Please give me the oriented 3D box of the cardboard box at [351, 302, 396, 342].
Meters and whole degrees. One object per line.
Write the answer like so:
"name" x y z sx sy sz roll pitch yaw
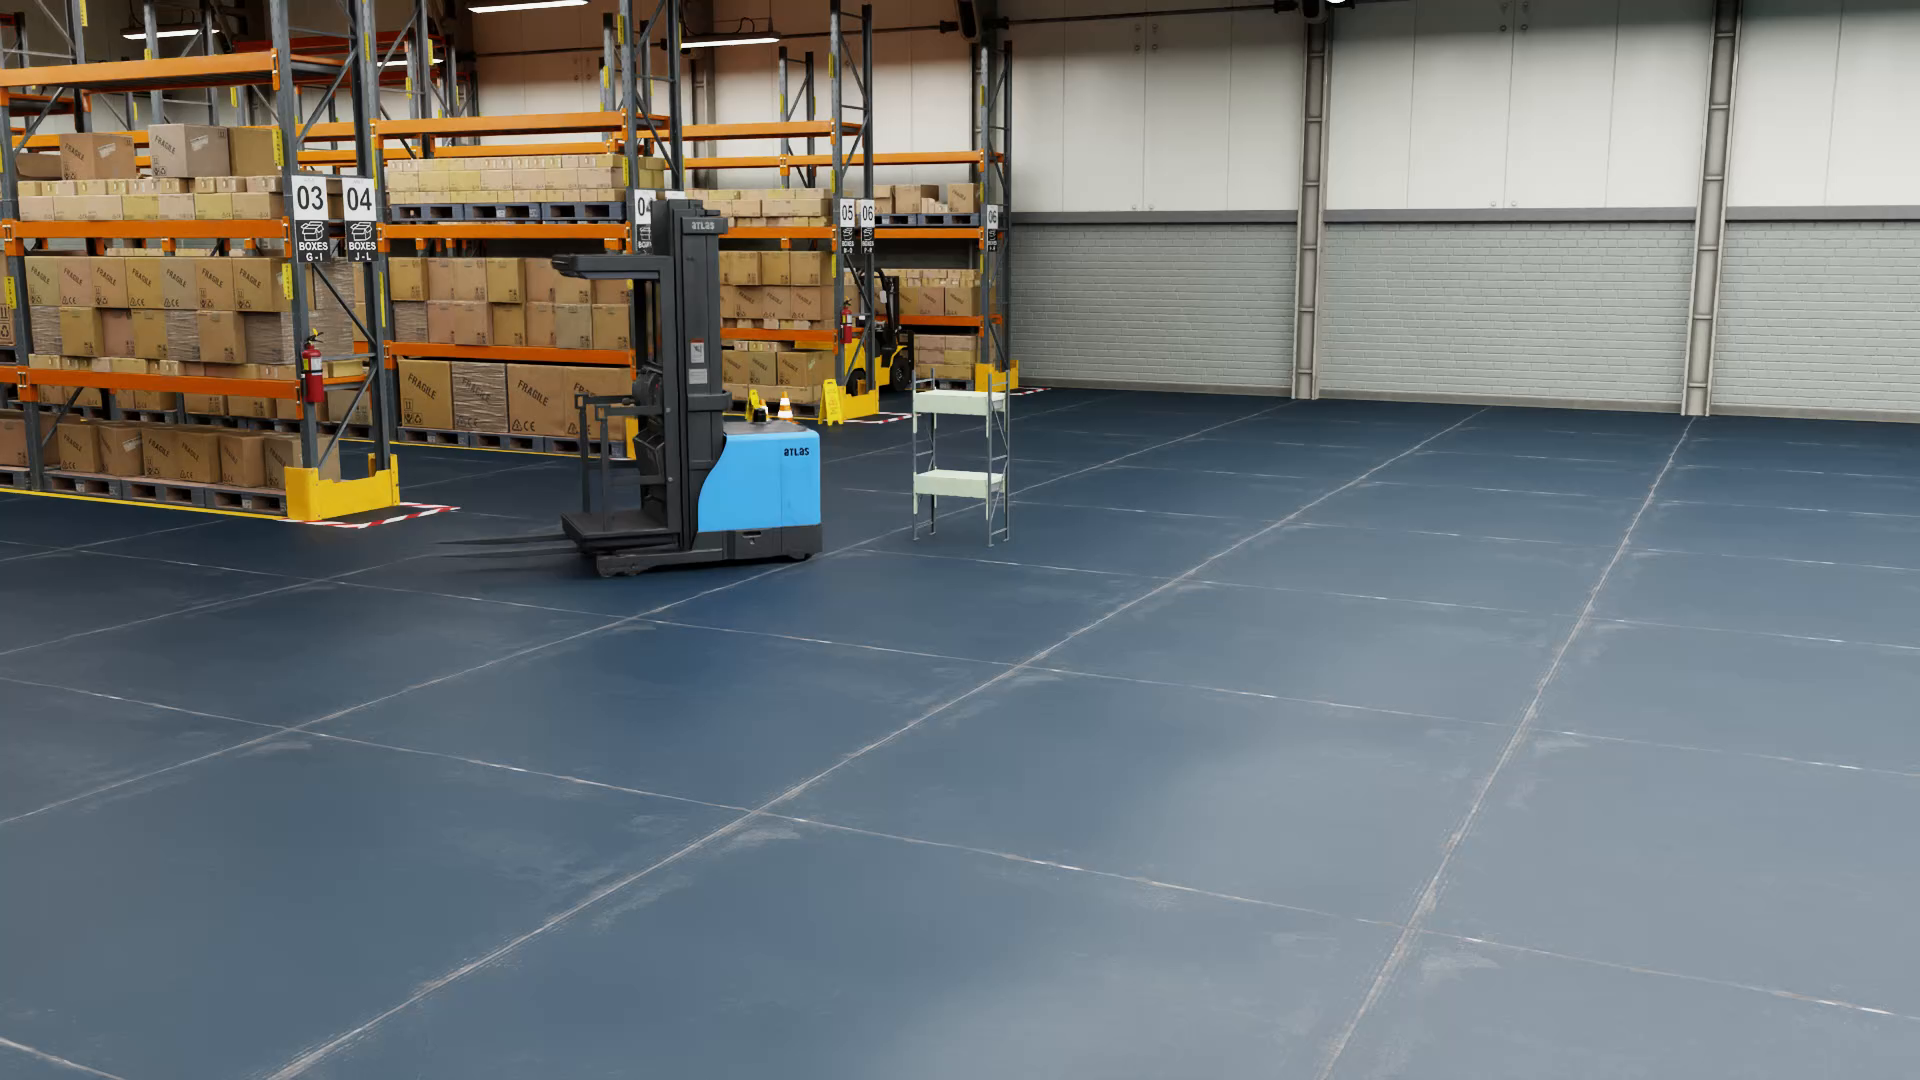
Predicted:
"cardboard box" -7.837 -2.897 22.033 0.500 0.500 0.500 5 11 25

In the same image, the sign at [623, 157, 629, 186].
"sign" -3.916 -4.321 19.498 0.005 0.325 0.100 5 11 26

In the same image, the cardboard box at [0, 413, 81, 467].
"cardboard box" -10.077 -1.103 18.188 0.500 0.500 0.700 4 11 21

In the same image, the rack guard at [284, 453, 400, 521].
"rack guard" -6.017 -0.526 16.232 0.348 0.500 1.175 5 11 26

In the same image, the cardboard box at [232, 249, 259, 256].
"cardboard box" -12.742 -5.112 29.644 0.250 0.149 0.380 5 11 25

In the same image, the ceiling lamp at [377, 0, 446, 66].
"ceiling lamp" -10.353 -10.479 30.970 2.000 3.185 0.800 5 11 26

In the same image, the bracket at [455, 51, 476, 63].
"bracket" -10.143 -9.904 34.078 0.430 0.232 0.235 5 11 26

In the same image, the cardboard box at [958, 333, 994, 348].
"cardboard box" 0.282 -3.539 29.598 0.500 0.250 0.500 5 11 25

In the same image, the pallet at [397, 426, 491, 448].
"pallet" -6.603 -1.405 21.899 1.213 0.211 1.003 5 11 26

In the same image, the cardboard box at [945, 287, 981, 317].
"cardboard box" 0.071 -4.172 29.077 0.500 0.500 0.500 5 11 25

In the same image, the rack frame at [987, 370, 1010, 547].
"rack frame" 0.334 -0.709 14.434 0.023 1.500 0.400 5 11 26

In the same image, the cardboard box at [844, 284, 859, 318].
"cardboard box" -1.866 -3.610 25.137 0.500 0.500 0.500 5 11 25

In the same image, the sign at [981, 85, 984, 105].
"sign" 0.376 -7.491 28.006 0.005 0.325 0.100 5 11 26

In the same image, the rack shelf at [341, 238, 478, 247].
"rack shelf" -11.926 -6.351 34.996 4.000 0.370 1.077 5 11 26

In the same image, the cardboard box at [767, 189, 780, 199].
"cardboard box" -2.654 -5.129 24.690 0.250 0.149 0.380 5 11 26

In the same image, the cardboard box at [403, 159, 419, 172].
"cardboard box" -6.845 -4.747 21.120 0.250 0.149 0.380 5 11 25

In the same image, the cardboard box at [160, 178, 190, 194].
"cardboard box" -7.500 -3.424 16.106 0.250 0.149 0.380 4 11 23

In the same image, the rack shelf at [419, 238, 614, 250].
"rack shelf" -6.945 -4.927 27.131 4.000 0.370 1.077 5 11 26

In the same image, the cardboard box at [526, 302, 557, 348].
"cardboard box" -4.966 -2.734 20.993 0.550 0.550 0.875 5 11 26

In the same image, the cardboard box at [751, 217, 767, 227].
"cardboard box" -2.911 -4.752 24.846 0.250 0.149 0.380 5 11 25

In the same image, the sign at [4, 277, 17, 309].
"sign" -9.778 -2.546 17.124 0.005 0.325 0.100 5 11 26

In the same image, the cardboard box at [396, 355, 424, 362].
"cardboard box" -9.321 -3.192 28.731 0.875 0.875 0.875 5 11 25

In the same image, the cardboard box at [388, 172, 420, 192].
"cardboard box" -6.936 -4.571 21.265 0.500 0.250 0.500 5 11 26

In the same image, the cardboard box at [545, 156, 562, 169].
"cardboard box" -4.802 -4.567 20.128 0.250 0.149 0.380 5 12 27

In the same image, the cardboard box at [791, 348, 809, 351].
"cardboard box" -2.657 -2.705 25.691 0.500 0.500 0.500 5 11 24

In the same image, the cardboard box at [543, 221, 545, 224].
"cardboard box" -8.013 -6.239 32.778 0.500 0.250 0.500 5 11 26

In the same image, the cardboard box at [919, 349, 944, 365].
"cardboard box" -0.391 -3.255 29.430 0.500 0.250 0.500 5 11 25

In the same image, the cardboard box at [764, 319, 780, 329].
"cardboard box" -2.735 -3.246 24.946 0.250 0.149 0.380 5 12 27

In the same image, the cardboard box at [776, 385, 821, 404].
"cardboard box" -2.430 -2.209 25.054 0.500 0.250 0.500 5 11 26

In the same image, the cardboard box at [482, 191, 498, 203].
"cardboard box" -5.711 -4.255 20.639 0.250 0.149 0.380 5 11 27

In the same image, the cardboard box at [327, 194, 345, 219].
"cardboard box" -6.267 -3.231 16.161 0.500 0.250 0.500 5 12 28

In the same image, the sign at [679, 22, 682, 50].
"sign" -3.412 -6.112 20.165 0.005 0.325 0.100 5 11 26

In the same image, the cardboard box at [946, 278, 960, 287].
"cardboard box" -0.048 -4.492 29.026 0.250 0.149 0.380 5 12 27

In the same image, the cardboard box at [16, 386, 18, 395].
"cardboard box" -14.609 -2.364 26.193 0.250 0.149 0.380 4 11 23

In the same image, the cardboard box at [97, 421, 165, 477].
"cardboard box" -8.678 -0.960 17.451 0.500 0.500 0.500 10 14 44

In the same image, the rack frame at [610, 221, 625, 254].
"rack frame" -5.151 -3.648 26.463 0.127 3.000 1.000 5 11 26

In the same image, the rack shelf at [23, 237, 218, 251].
"rack shelf" -12.631 -4.444 24.460 4.000 0.370 1.077 5 11 26

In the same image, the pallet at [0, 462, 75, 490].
"pallet" -10.235 -0.754 18.304 1.213 0.211 1.003 5 11 26

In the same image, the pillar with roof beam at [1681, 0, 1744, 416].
"pillar with roof beam" 9.260 -5.643 20.644 0.548 9.000 9.100 5 11 26

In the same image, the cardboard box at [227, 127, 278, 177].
"cardboard box" -7.161 -3.828 16.514 0.500 0.500 0.500 5 11 26

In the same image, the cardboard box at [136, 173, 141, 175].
"cardboard box" -11.787 -5.197 24.169 0.258 0.266 0.396 5 11 26

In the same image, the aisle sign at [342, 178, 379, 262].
"aisle sign" -5.761 -3.072 15.983 0.004 0.787 0.394 5 11 26

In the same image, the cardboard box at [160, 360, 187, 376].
"cardboard box" -7.688 -1.717 16.501 0.250 0.149 0.380 5 11 26

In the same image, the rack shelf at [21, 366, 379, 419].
"rack shelf" -7.742 -1.554 16.911 4.000 0.370 1.077 5 11 26

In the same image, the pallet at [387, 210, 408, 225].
"pallet" -8.095 -4.296 22.157 1.217 0.209 0.805 5 11 24

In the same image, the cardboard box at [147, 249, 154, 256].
"cardboard box" -14.765 -5.303 30.701 0.250 0.149 0.380 5 11 26

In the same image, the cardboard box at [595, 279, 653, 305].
"cardboard box" -3.979 -3.175 20.396 0.550 0.550 0.875 5 11 26

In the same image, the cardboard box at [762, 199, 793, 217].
"cardboard box" -2.587 -4.921 24.658 0.500 0.250 0.500 5 11 25

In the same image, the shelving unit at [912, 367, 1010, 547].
"shelving unit" 0.006 -0.737 14.594 0.755 1.500 0.431 5 11 26

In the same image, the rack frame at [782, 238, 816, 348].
"rack frame" -2.958 -4.441 30.845 0.127 3.000 1.000 5 11 26

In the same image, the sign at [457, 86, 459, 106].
"sign" -8.507 -7.501 28.063 0.005 0.325 0.100 5 11 26

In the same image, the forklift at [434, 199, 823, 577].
"forklift" -2.710 -1.256 13.439 3.031 2.935 1.130 -4 11 -22

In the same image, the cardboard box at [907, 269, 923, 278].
"cardboard box" -0.740 -4.700 29.340 0.250 0.149 0.380 5 12 27

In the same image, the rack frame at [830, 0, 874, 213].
"rack frame" -1.564 -6.285 24.187 0.127 3.000 1.000 5 11 26

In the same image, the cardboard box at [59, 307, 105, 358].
"cardboard box" -8.727 -2.170 17.184 0.500 0.500 0.875 5 11 26

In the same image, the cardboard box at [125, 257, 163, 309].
"cardboard box" -7.894 -2.560 16.531 0.500 0.500 0.500 5 11 26
